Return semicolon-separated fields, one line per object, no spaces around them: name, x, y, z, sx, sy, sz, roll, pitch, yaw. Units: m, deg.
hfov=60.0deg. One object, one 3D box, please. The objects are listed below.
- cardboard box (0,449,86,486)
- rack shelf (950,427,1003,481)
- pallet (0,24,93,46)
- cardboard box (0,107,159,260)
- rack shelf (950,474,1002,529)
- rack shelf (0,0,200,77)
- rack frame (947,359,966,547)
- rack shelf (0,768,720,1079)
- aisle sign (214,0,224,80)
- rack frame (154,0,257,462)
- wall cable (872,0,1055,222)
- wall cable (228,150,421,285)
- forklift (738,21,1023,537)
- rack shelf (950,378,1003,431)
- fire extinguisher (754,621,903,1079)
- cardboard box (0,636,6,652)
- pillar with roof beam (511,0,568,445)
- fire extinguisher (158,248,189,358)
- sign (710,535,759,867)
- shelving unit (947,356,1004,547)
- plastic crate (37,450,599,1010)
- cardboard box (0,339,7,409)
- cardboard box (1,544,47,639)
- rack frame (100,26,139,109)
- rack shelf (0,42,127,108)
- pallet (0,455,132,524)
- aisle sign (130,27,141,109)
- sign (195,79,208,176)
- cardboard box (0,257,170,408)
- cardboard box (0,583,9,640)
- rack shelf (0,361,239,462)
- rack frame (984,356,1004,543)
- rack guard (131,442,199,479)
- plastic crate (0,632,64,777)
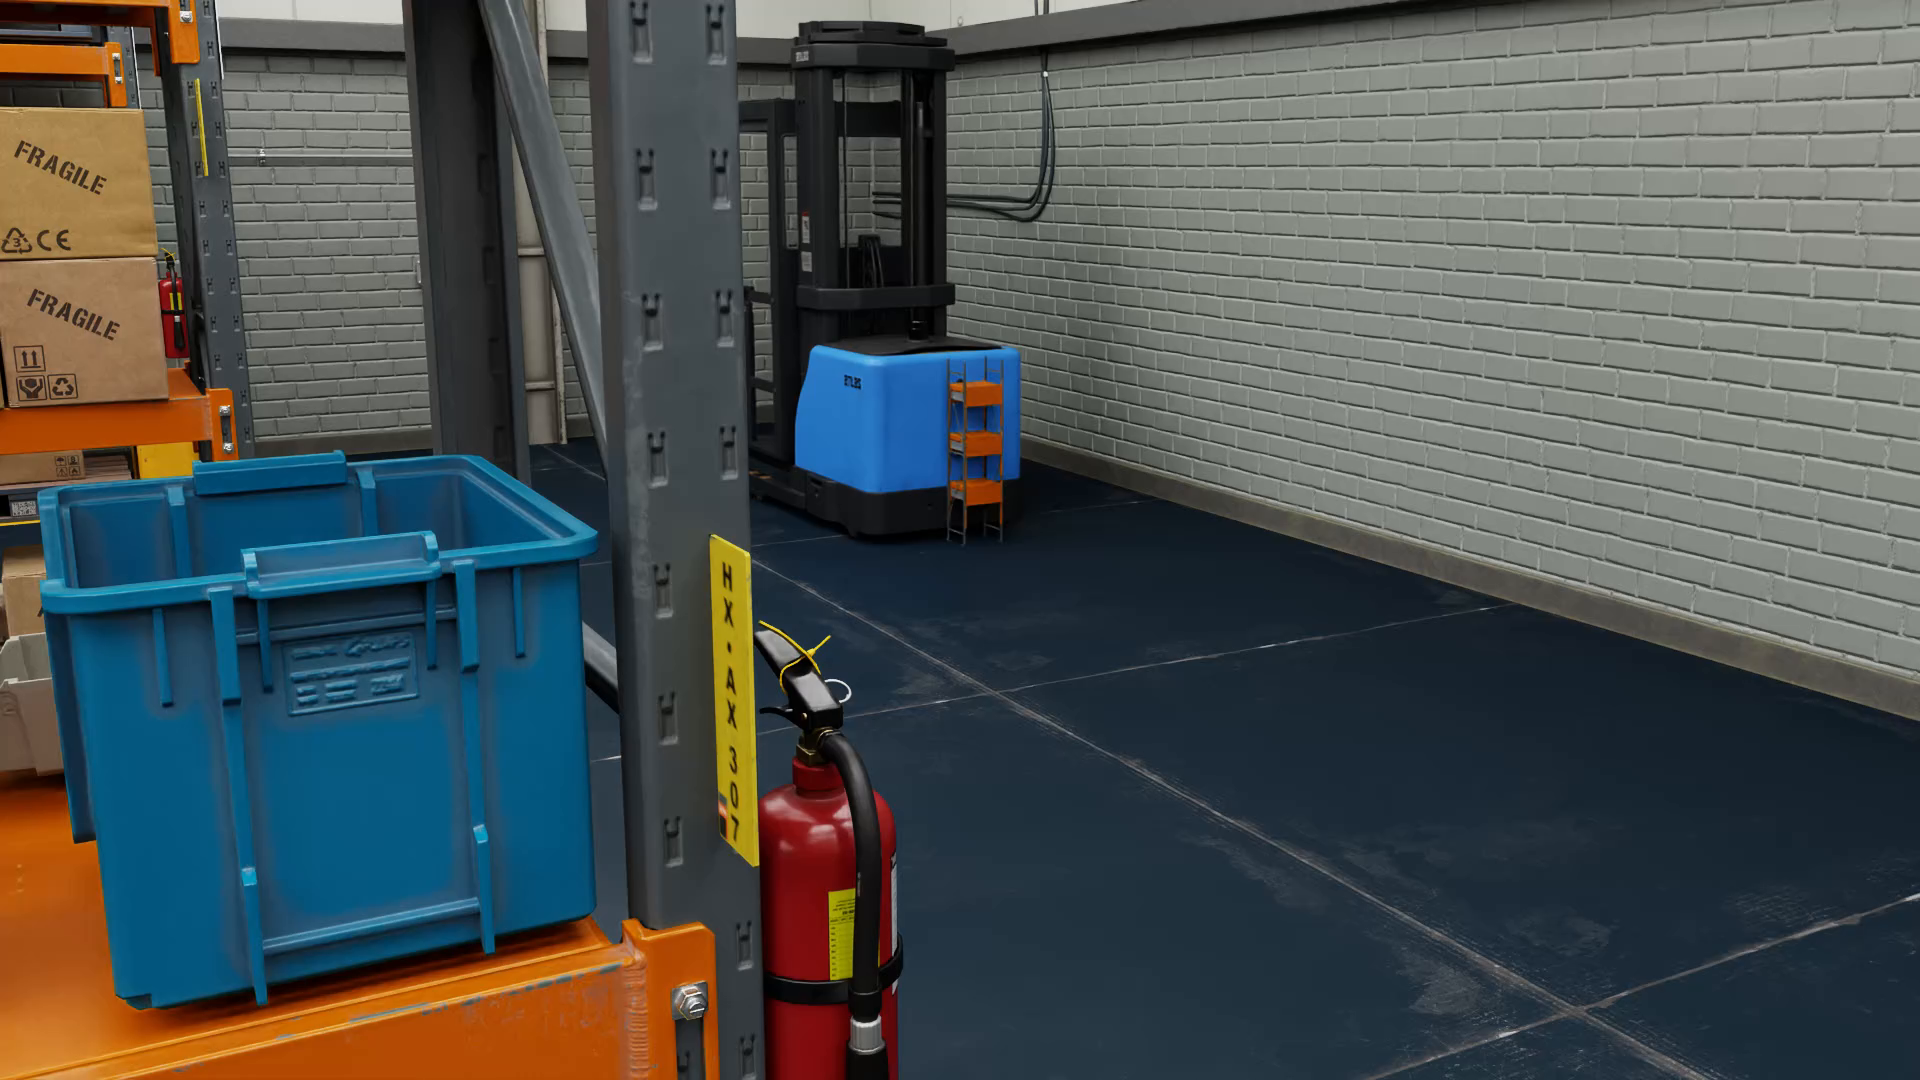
cardboard box;-5.820;-0.664;10.464;0.500;0.500;0.700;-7;14;-28
rack shelf;0.085;-0.493;9.456;0.240;0.259;0.215;-7;15;-29
pallet;-5.899;-3.112;9.973;1.213;0.211;1.003;-7;14;-28
cardboard box;-3.135;-1.254;5.844;0.500;0.500;0.500;-7;14;-28
rack shelf;0.085;-0.222;9.517;0.240;0.259;0.215;-7;15;-29
rack shelf;-4.632;-1.719;5.223;4.000;0.370;1.077;-7;14;-28
rack frame;-0.020;-0.490;9.394;0.008;1.050;0.200;-7;15;-29
rack shelf;-2.262;0.699;1.309;4.000;0.370;1.077;-7;14;-28
aisle sign;-2.670;-2.034;5.893;0.004;0.787;0.394;-7;14;-28
rack frame;-2.877;-0.817;6.408;0.127;3.000;1.000;-7;14;-28
wall cable;-0.118;-3.709;12.669;0.112;2.526;3.097;-7;14;-28
wall cable;-4.583;-2.584;11.946;1.851;1.984;0.084;-7;14;-28
forklift;-0.788;-1.725;10.599;1.130;2.935;3.031;-7;14;-28
rack shelf;0.085;-0.770;9.394;0.240;0.259;0.215;-7;15;-29
fire extinguisher;-0.156;0.429;1.896;0.183;0.674;0.296;-7;14;-28
cardboard box;-3.634;0.480;6.094;0.250;0.166;0.380;-7;14;-28
pillar with roof beam;-1.235;-4.319;8.306;0.400;9.000;9.100;-7;14;-28
fire extinguisher;-4.900;-1.479;10.373;0.183;0.674;0.296;-7;14;-28
sign;-0.229;0.162;1.684;0.005;0.325;0.100;-7;14;-28
shelving unit;0.085;-0.503;9.454;0.252;1.050;0.215;-7;15;-29
plastic crate;-0.711;0.162;1.838;0.499;0.435;0.616;-7;14;-28
cardboard box;-3.593;-0.711;5.709;0.500;0.500;0.500;-7;14;-27
cardboard box;-3.236;0.292;6.169;0.500;0.500;0.500;-7;14;-28
rack frame;-5.253;-1.771;10.649;0.127;3.000;1.000;-7;14;-28
rack shelf;-7.009;-2.673;9.463;4.000;0.370;1.077;-7;14;-28
pallet;-5.918;-0.312;10.514;1.213;0.211;1.003;-7;14;-28
aisle sign;-5.046;-2.989;10.140;0.004;0.787;0.394;-7;14;-28
sign;-2.628;-1.427;5.762;0.005;0.325;0.100;-7;14;-28
cardboard box;-3.139;-0.766;5.955;0.500;0.500;0.500;-6;14;-26
cardboard box;-3.929;0.365;6.417;0.500;0.250;0.500;-7;14;-28
rack shelf;-4.632;-0.256;5.552;4.000;0.370;1.077;-7;14;-28
rack frame;0.191;-0.517;9.514;0.008;1.050;0.200;-7;15;-29
rack guard;-5.232;-0.554;10.934;0.348;0.500;1.175;-7;14;-28
plastic crate;-1.202;0.217;2.275;0.298;0.136;0.250;-7;14;-28
